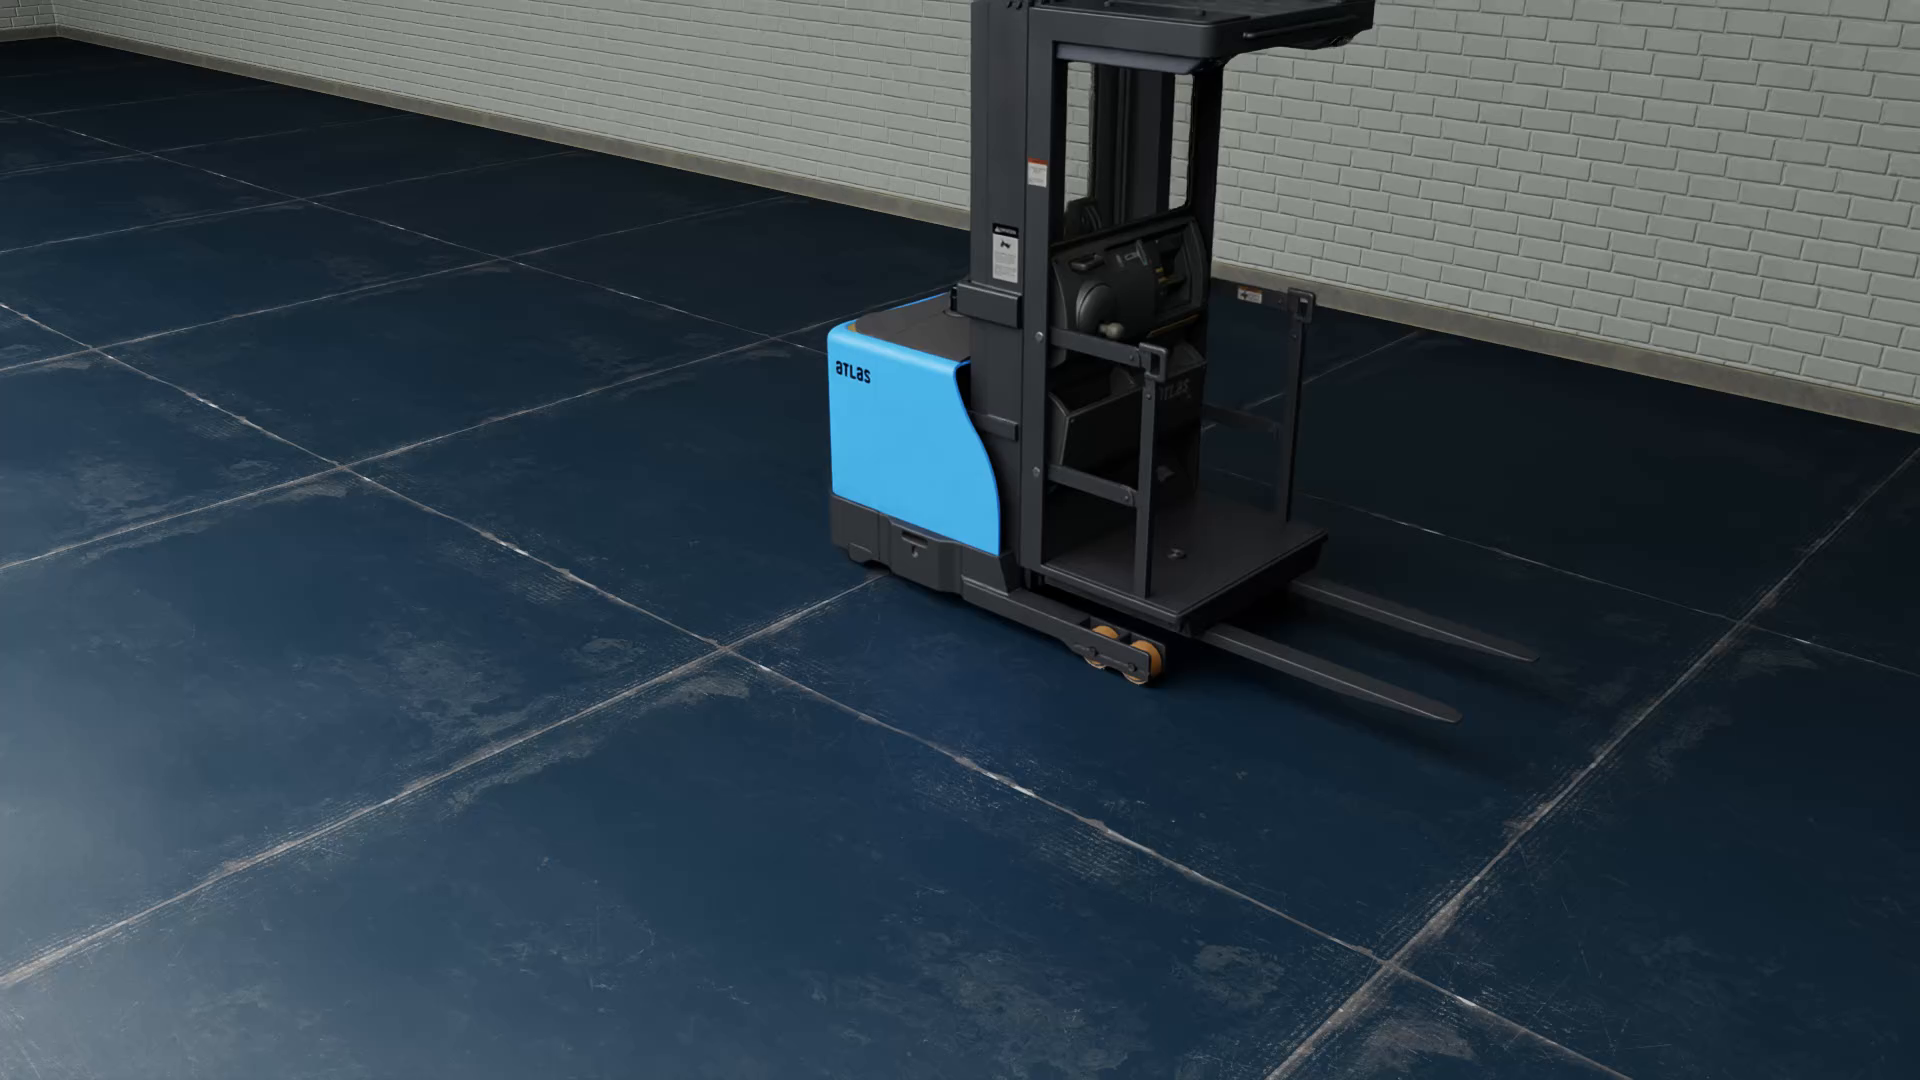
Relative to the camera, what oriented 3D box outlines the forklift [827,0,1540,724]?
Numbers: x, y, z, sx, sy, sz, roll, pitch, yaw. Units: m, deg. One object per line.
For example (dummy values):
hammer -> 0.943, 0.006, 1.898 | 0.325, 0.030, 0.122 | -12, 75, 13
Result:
forklift -> 0.836, -1.016, 6.433 | 3.031, 2.935, 1.130 | 21, 31, 38
